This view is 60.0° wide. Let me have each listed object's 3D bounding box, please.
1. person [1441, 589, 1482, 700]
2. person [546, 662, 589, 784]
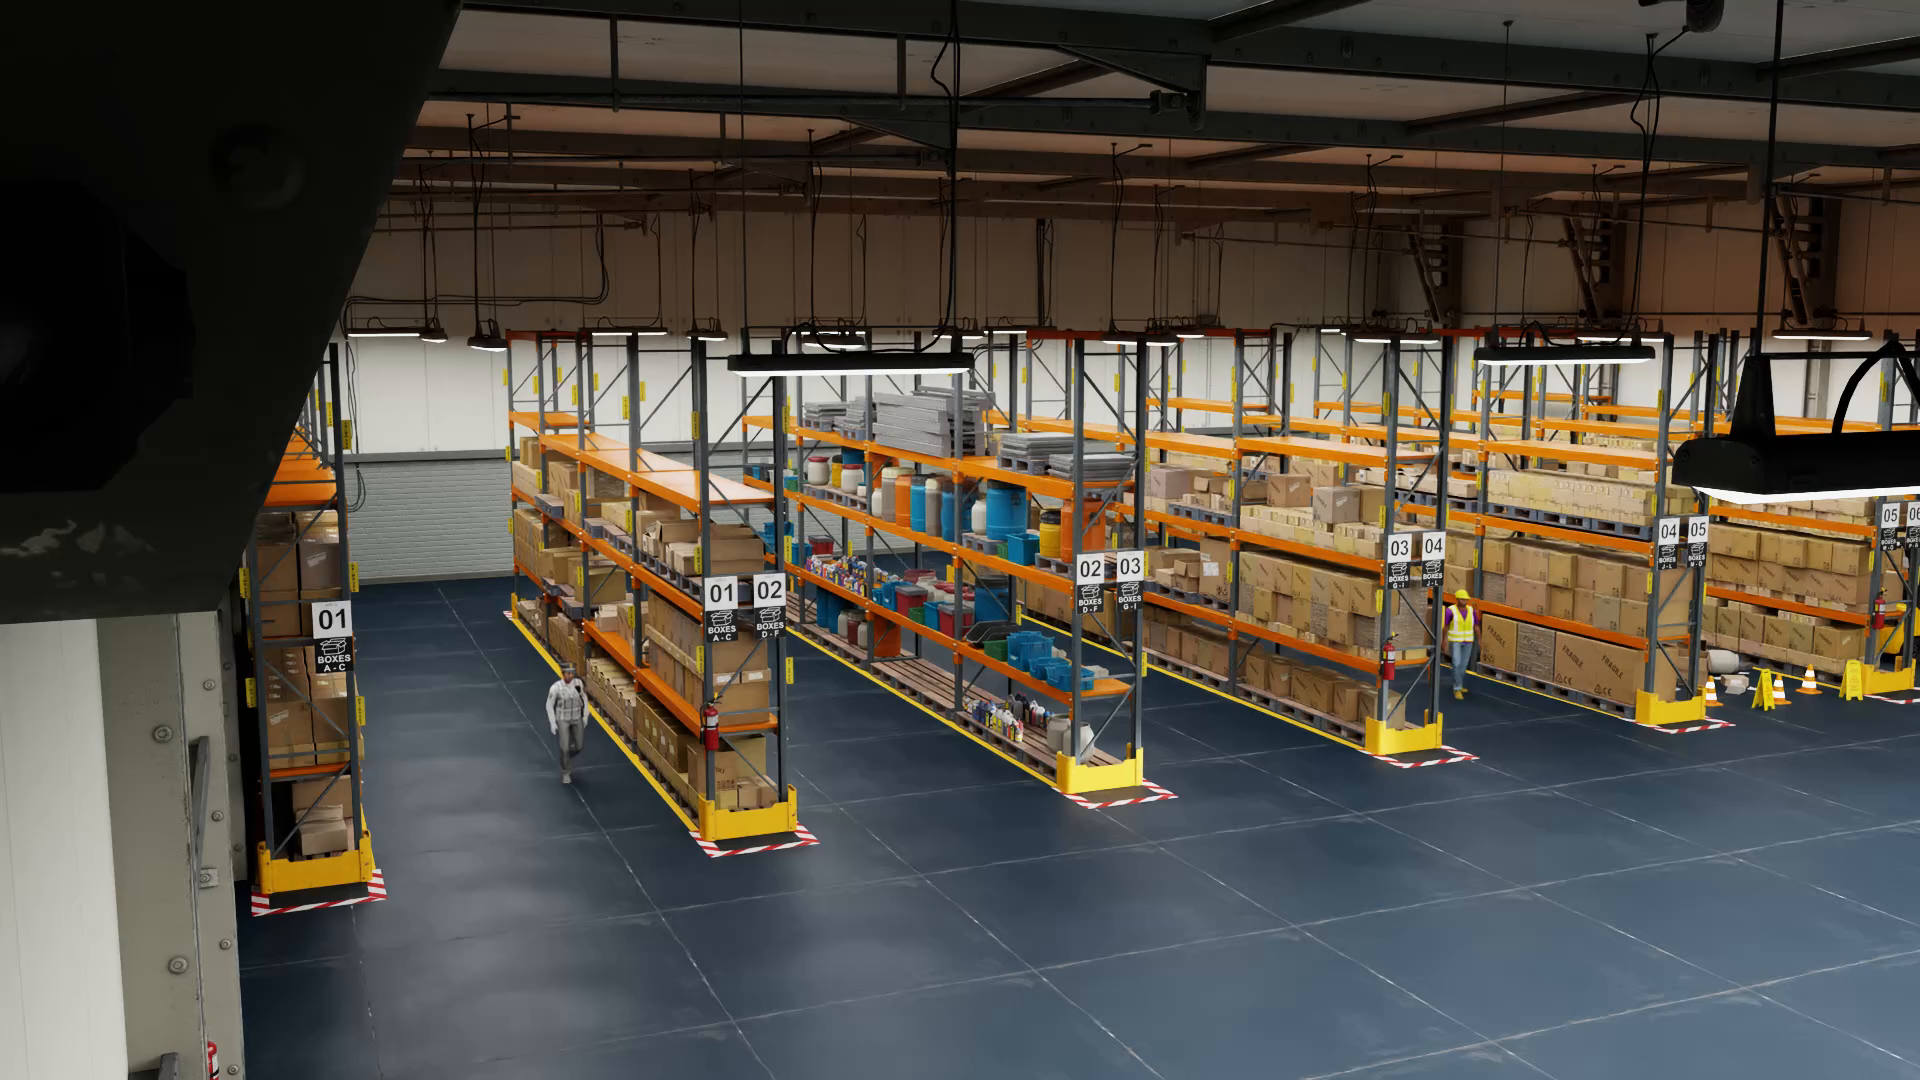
[{"bbox_3d":[8.353,1.715,27.630,0.626,1.795,0.624,-1,8,-6],"label":"person"},{"bbox_3d":[-5.364,2.451,22.670,0.583,1.659,0.548,-5,9,-31],"label":"person"}]
